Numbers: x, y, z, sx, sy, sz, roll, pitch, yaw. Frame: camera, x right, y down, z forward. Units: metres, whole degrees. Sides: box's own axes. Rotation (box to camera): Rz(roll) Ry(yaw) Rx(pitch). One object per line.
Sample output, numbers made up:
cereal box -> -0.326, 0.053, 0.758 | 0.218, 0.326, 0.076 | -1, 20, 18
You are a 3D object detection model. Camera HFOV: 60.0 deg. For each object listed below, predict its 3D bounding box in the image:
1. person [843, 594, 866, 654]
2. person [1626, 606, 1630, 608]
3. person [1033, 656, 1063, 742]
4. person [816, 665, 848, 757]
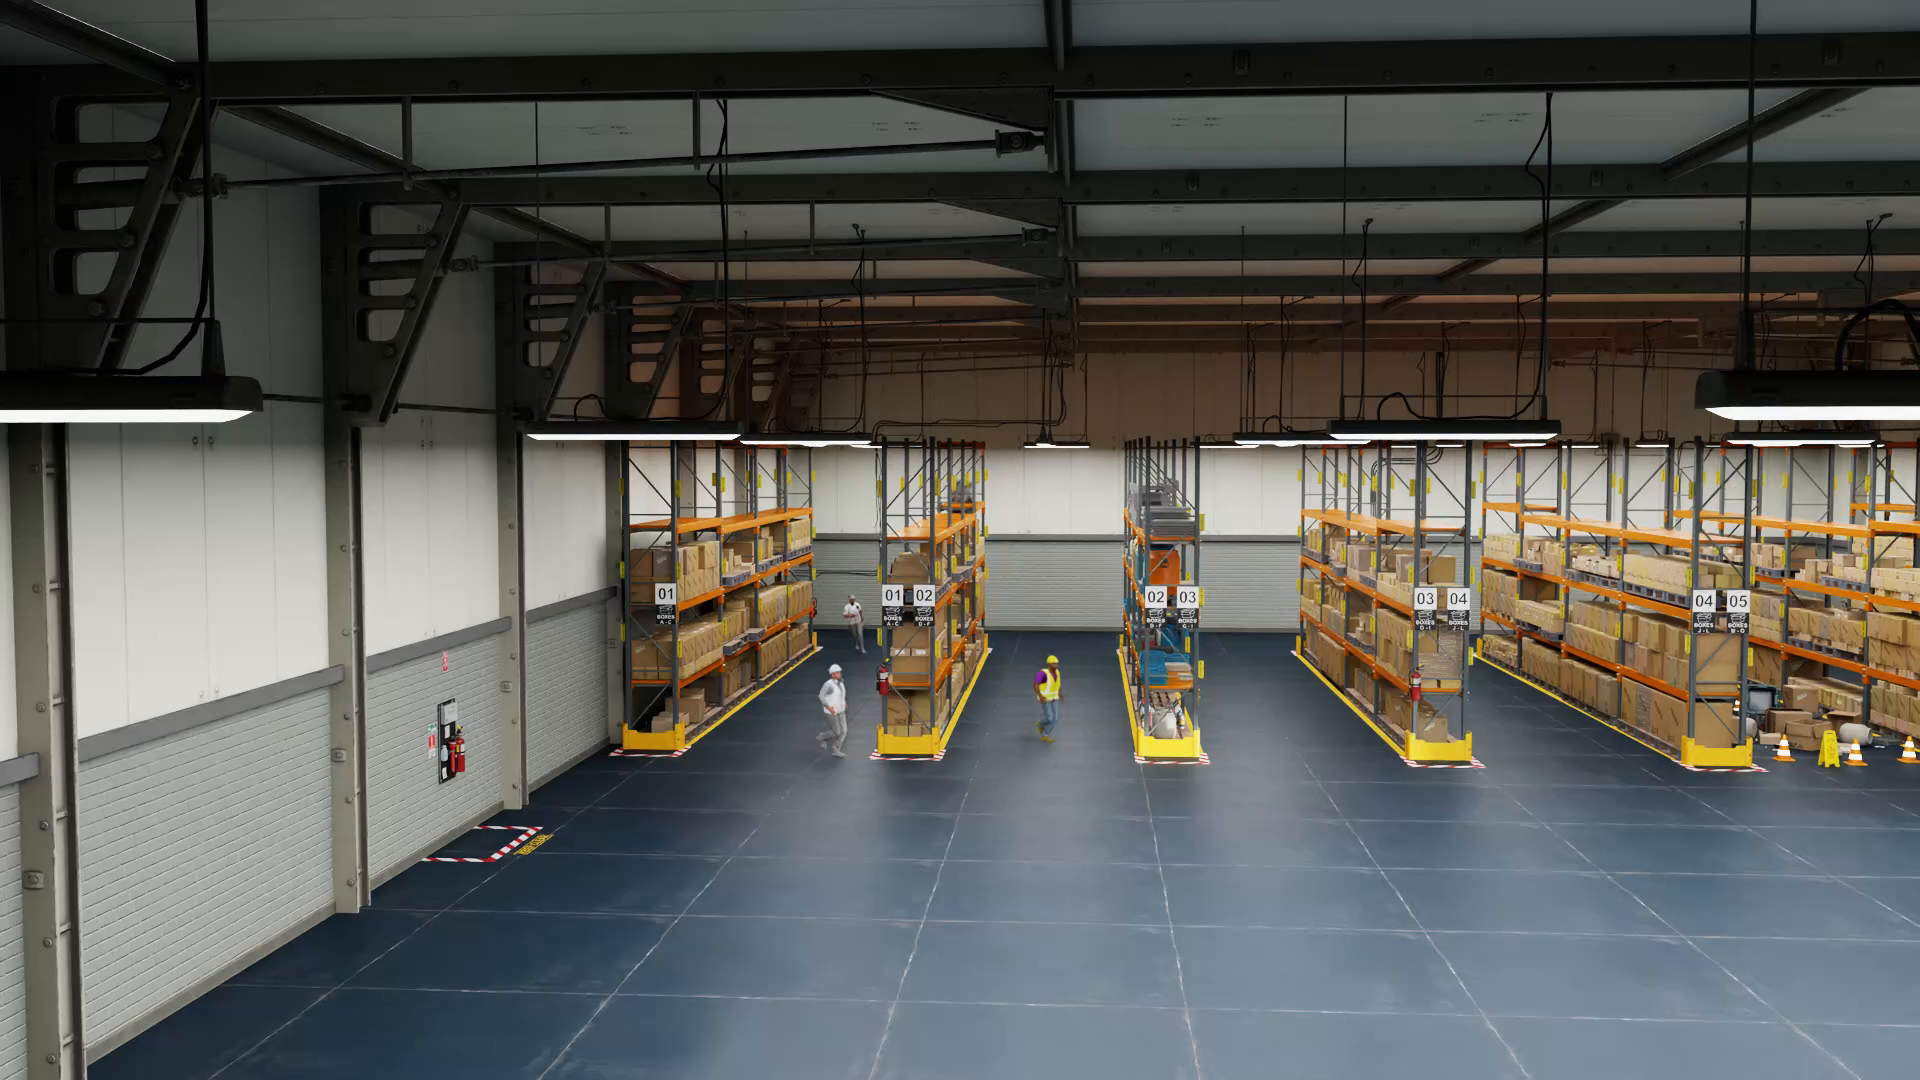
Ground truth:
person -> -3.025, 2.369, 47.171 | 0.606, 1.679, 0.889 | -1, 3, -15
person -> 16.989, 2.561, 42.424 | 0.682, 1.764, 0.957 | 0, 3, -6
person -> 1.718, 3.122, 32.782 | 0.701, 1.700, 0.591 | -2, 4, -35
person -> -2.403, 3.196, 31.195 | 0.645, 1.727, 0.677 | 2, 4, 35
